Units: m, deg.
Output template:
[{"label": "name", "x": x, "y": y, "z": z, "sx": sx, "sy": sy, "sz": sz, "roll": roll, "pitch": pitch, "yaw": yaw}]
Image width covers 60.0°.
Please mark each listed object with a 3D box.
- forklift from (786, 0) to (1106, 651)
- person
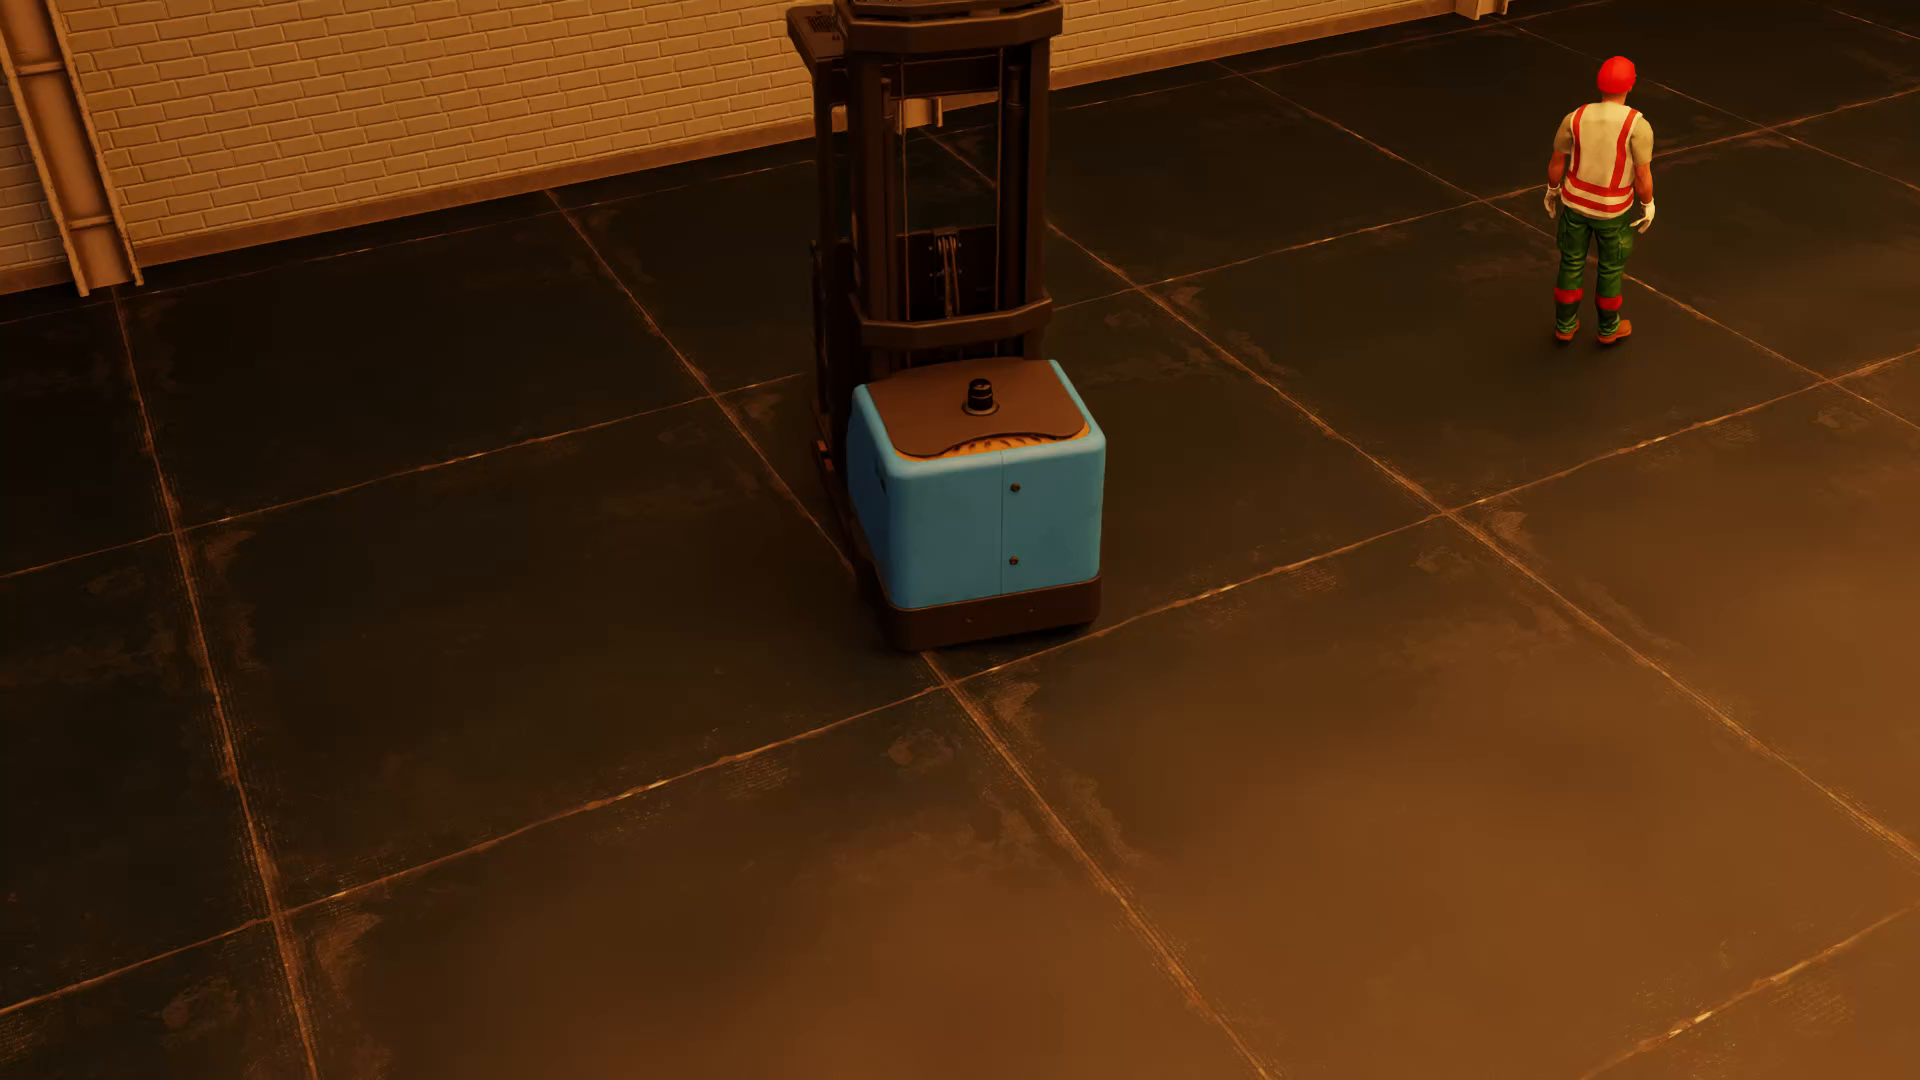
[{"label": "forklift", "x": -0.196, "y": -1.525, "z": 8.281, "sx": 1.130, "sy": 2.935, "sz": 3.031, "roll": -9, "pitch": 36, "yaw": -12}, {"label": "person", "x": 3.820, "y": -2.023, "z": 9.892, "sx": 0.638, "sy": 1.786, "sz": 0.565, "roll": 24, "pitch": 42, "yaw": 30}]
